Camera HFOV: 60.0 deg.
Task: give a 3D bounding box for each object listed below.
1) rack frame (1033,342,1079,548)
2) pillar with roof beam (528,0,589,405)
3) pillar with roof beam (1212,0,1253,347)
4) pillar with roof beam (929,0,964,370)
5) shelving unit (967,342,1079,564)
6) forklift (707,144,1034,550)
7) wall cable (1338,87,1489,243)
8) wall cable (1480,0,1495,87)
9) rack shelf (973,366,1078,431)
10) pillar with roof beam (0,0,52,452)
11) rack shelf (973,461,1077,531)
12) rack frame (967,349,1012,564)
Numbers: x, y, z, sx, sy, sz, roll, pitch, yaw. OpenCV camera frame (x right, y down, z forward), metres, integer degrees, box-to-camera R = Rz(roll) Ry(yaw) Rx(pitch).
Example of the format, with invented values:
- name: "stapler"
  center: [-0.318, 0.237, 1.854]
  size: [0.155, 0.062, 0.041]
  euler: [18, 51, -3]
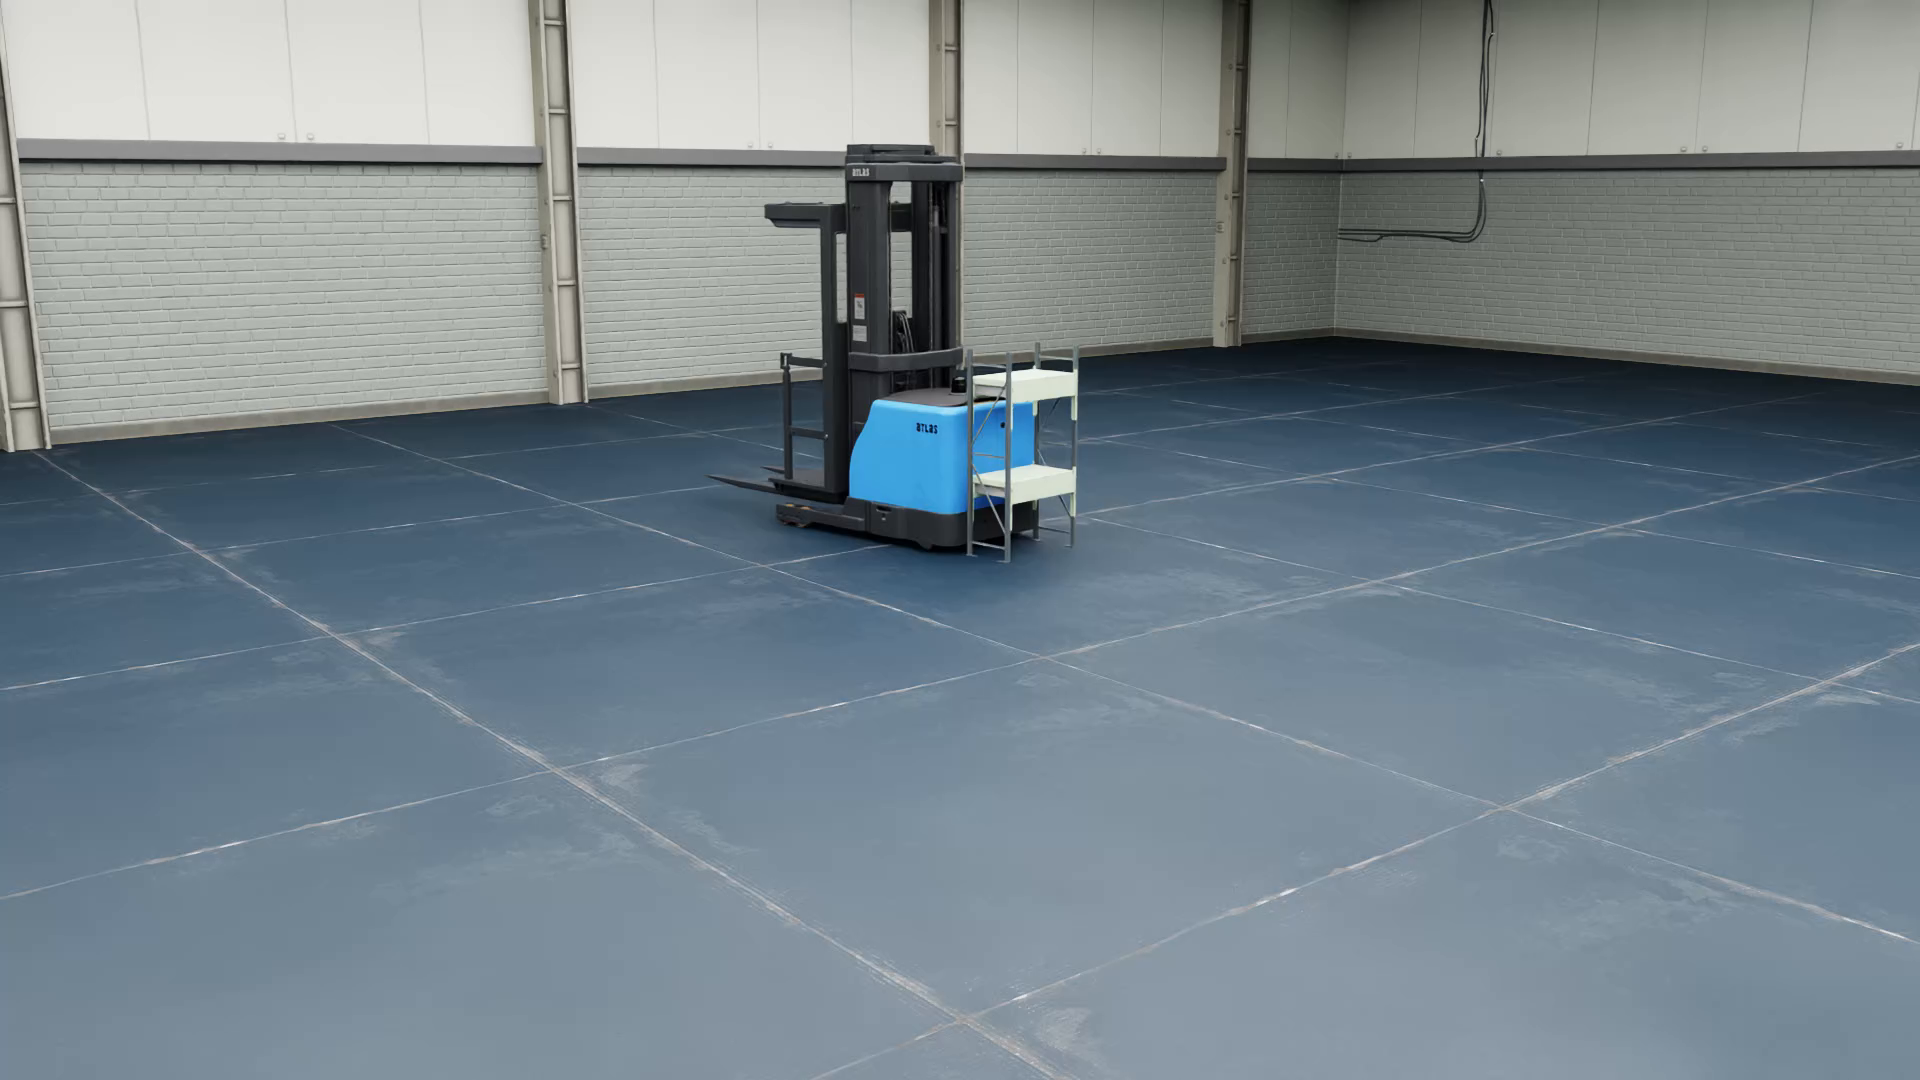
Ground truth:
- name: "rack frame"
  center: [0.707, -0.704, 12.331]
  size: [0.400, 1.500, 0.023]
  euler: [11, 16, 42]
- name: "pillar with roof beam"
  center: [-2.187, -5.420, 16.491]
  size: [0.400, 9.000, 9.100]
  euler: [-9, 15, -38]
- name: "pillar with roof beam"
  center: [7.183, -6.978, 23.824]
  size: [0.400, 9.000, 9.100]
  euler: [-9, 15, -38]
- name: "pillar with roof beam"
  center: [2.498, -6.199, 20.158]
  size: [0.400, 9.000, 9.100]
  euler: [-9, 15, -38]
- name: "shelving unit"
  center: [0.456, -0.648, 12.071]
  size: [0.431, 1.500, 0.755]
  euler: [11, 16, 42]
- name: "forklift"
  center: [-0.823, -1.600, 13.107]
  size: [3.031, 2.935, 1.130]
  euler: [11, 16, 42]
- name: "wall cable"
  center: [7.621, -6.325, 28.225]
  size: [0.112, 2.526, 3.097]
  euler: [-9, 15, -38]
- name: "wall cable"
  center: [9.311, -8.356, 25.634]
  size: [0.112, 2.526, 3.097]
  euler: [-9, 15, -38]
- name: "rack shelf"
  center: [0.456, -1.030, 11.989]
  size: [0.431, 0.370, 0.720]
  euler: [11, 16, 42]
- name: "pillar with roof beam"
  center: [-6.872, -4.642, 12.825]
  size: [0.400, 9.000, 9.100]
  euler: [-9, 15, -38]
- name: "rack shelf"
  center: [0.456, -0.330, 12.138]
  size: [0.431, 0.370, 0.720]
  euler: [11, 16, 42]
- name: "rack frame"
  center: [0.205, -0.593, 11.810]
  size: [0.400, 1.500, 0.023]
  euler: [11, 16, 42]
